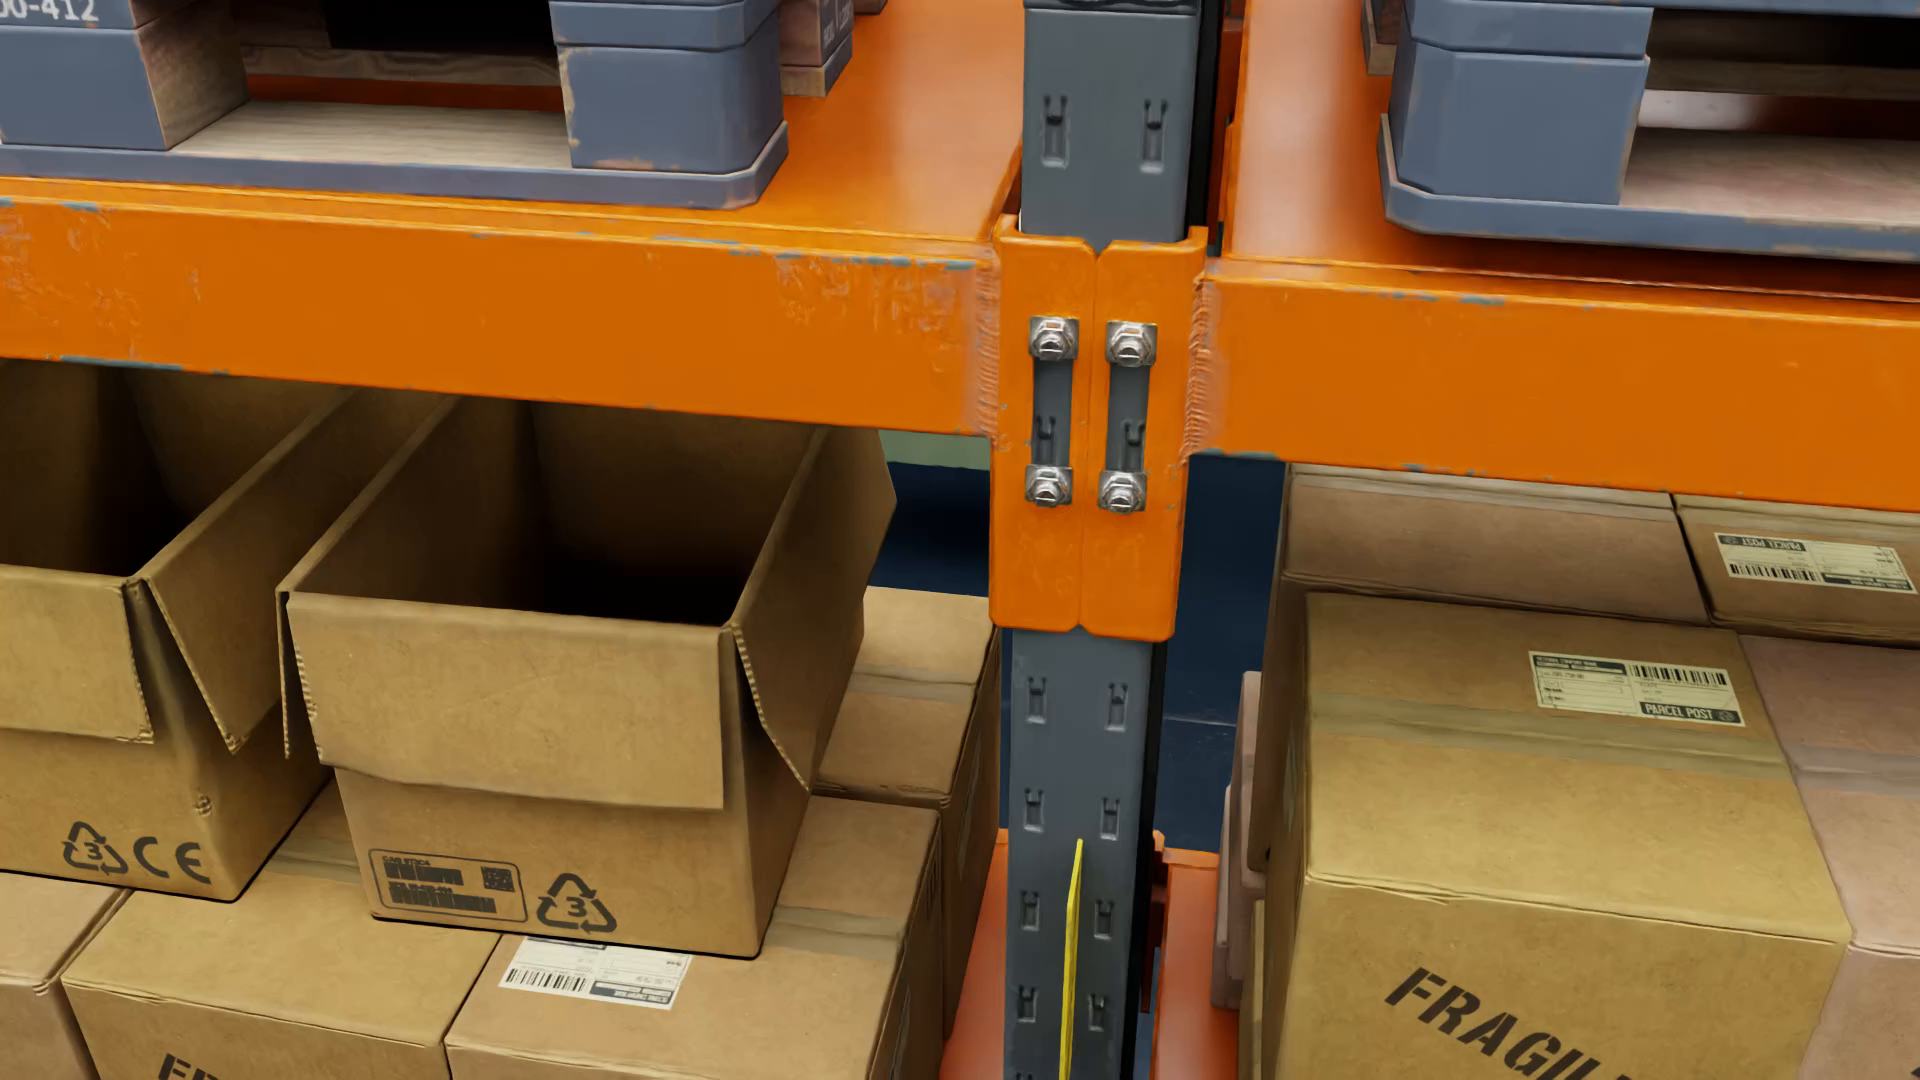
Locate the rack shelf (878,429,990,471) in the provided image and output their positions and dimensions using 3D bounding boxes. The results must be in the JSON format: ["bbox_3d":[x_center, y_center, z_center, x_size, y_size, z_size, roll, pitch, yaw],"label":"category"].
[{"bbox_3d":[-0.007,-0.360,6.026,0.720,0.370,0.431,5,32,8],"label":"rack shelf"}]

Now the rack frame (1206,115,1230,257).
[{"bbox_3d":[1.026,-1.964,6.561,0.127,3.000,1.000,5,32,8],"label":"rack frame"}]

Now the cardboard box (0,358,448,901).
[{"bbox_3d":[-1.113,0.039,2.322,0.637,0.503,0.797,6,32,9],"label":"cardboard box"}]

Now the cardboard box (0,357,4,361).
[{"bbox_3d":[-1.728,-0.009,2.397,0.637,0.503,0.797,6,33,10],"label":"cardboard box"}]

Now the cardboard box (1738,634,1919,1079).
[{"bbox_3d":[1.106,0.470,1.826,0.500,0.500,0.500,5,32,8],"label":"cardboard box"}]

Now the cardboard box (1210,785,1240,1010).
[{"bbox_3d":[0.548,0.589,2.719,0.250,0.149,0.380,5,32,8],"label":"cardboard box"}]

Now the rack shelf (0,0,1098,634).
[{"bbox_3d":[-1.779,-0.519,2.103,4.000,0.370,1.077,5,32,8],"label":"rack shelf"}]

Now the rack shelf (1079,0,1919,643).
[{"bbox_3d":[2.164,-0.162,1.532,4.000,0.370,1.077,5,32,8],"label":"rack shelf"}]

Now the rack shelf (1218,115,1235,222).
[{"bbox_3d":[2.997,-1.481,6.467,4.000,0.370,1.077,5,32,8],"label":"rack shelf"}]

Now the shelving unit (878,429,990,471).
[{"bbox_3d":[-0.007,-0.636,5.853,0.755,1.500,0.431,5,32,8],"label":"shelving unit"}]

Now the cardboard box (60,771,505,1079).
[{"bbox_3d":[-0.801,0.637,2.311,0.500,0.500,0.500,6,33,10],"label":"cardboard box"}]

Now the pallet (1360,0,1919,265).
[{"bbox_3d":[0.997,-0.529,1.525,1.213,0.211,1.003,5,32,8],"label":"pallet"}]

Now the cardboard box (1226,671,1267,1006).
[{"bbox_3d":[0.672,0.466,2.540,0.500,0.250,0.500,5,32,7],"label":"cardboard box"}]

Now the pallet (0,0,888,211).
[{"bbox_3d":[-0.719,-0.620,1.767,1.217,0.209,0.805,4,32,6],"label":"pallet"}]

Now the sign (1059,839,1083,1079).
[{"bbox_3d":[0.111,0.454,1.681,0.005,0.325,0.100,5,32,8],"label":"sign"}]

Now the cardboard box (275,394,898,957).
[{"bbox_3d":[-0.438,0.106,2.214,0.637,0.503,0.797,4,32,7],"label":"cardboard box"}]

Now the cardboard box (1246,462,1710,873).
[{"bbox_3d":[0.691,0.147,2.342,0.500,0.500,0.500,6,33,10],"label":"cardboard box"}]

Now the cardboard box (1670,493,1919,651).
[{"bbox_3d":[1.184,0.194,2.267,0.500,0.500,0.500,5,32,9],"label":"cardboard box"}]

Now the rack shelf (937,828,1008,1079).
[{"bbox_3d":[-1.779,0.753,2.899,4.000,0.370,1.077,5,32,8],"label":"rack shelf"}]

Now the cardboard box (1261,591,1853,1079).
[{"bbox_3d":[0.622,0.422,1.902,0.500,0.500,0.500,5,32,8],"label":"cardboard box"}]

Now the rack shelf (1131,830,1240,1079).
[{"bbox_3d":[2.164,1.110,2.328,4.000,0.370,1.077,5,32,8],"label":"rack shelf"}]

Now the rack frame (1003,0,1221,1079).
[{"bbox_3d":[0.193,0.626,2.422,0.127,3.000,1.000,5,32,8],"label":"rack frame"}]

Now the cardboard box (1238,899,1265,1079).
[{"bbox_3d":[0.612,0.743,2.097,0.500,0.250,0.500,5,32,7],"label":"cardboard box"}]
